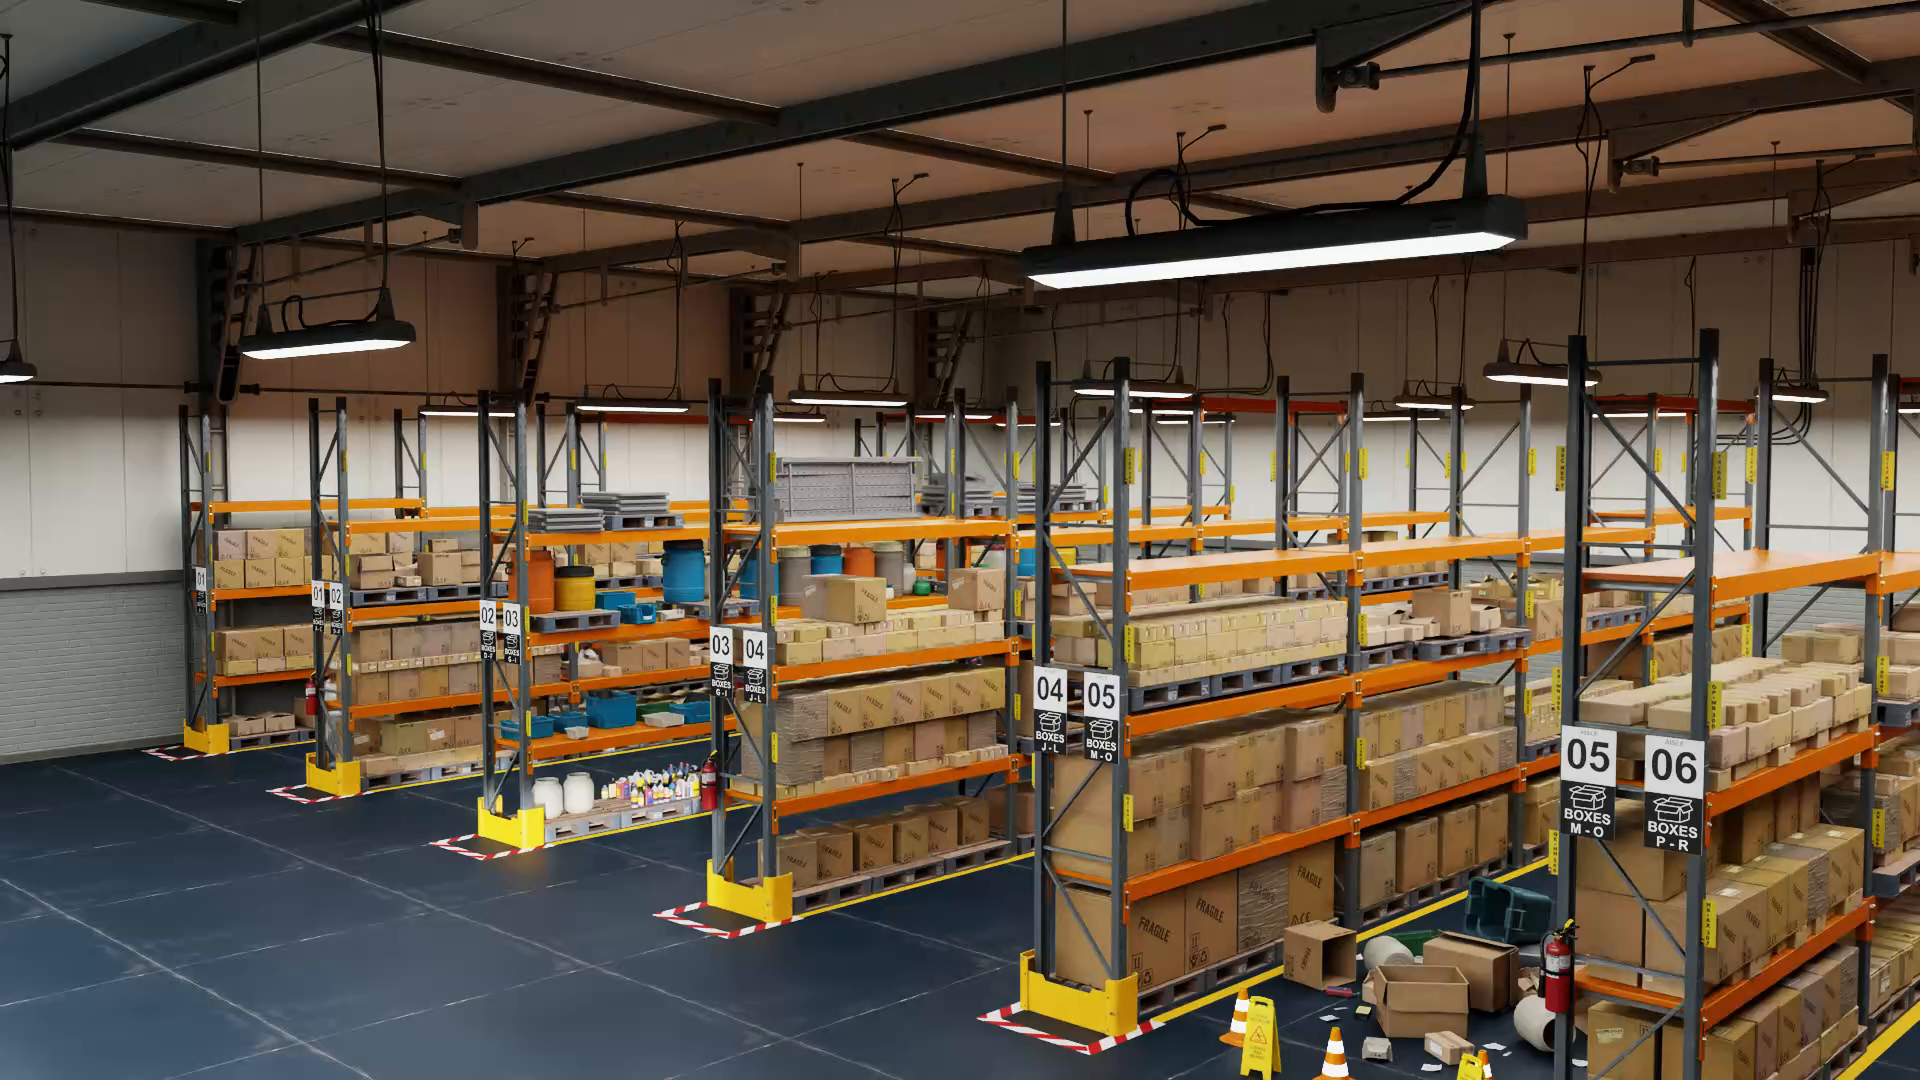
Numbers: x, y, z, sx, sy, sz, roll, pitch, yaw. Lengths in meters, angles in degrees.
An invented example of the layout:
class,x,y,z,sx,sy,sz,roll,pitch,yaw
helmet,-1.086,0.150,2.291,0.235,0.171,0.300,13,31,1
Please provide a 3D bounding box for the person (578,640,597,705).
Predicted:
class,x,y,z,sx,sy,sz,roll,pitch,yaw
person,-7.053,2.667,31.357,0.550,1.755,0.755,2,3,29

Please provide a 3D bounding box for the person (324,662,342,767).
class,x,y,z,sx,sy,sz,roll,pitch,yaw
person,-10.269,2.853,27.244,0.745,1.730,0.527,2,4,37
